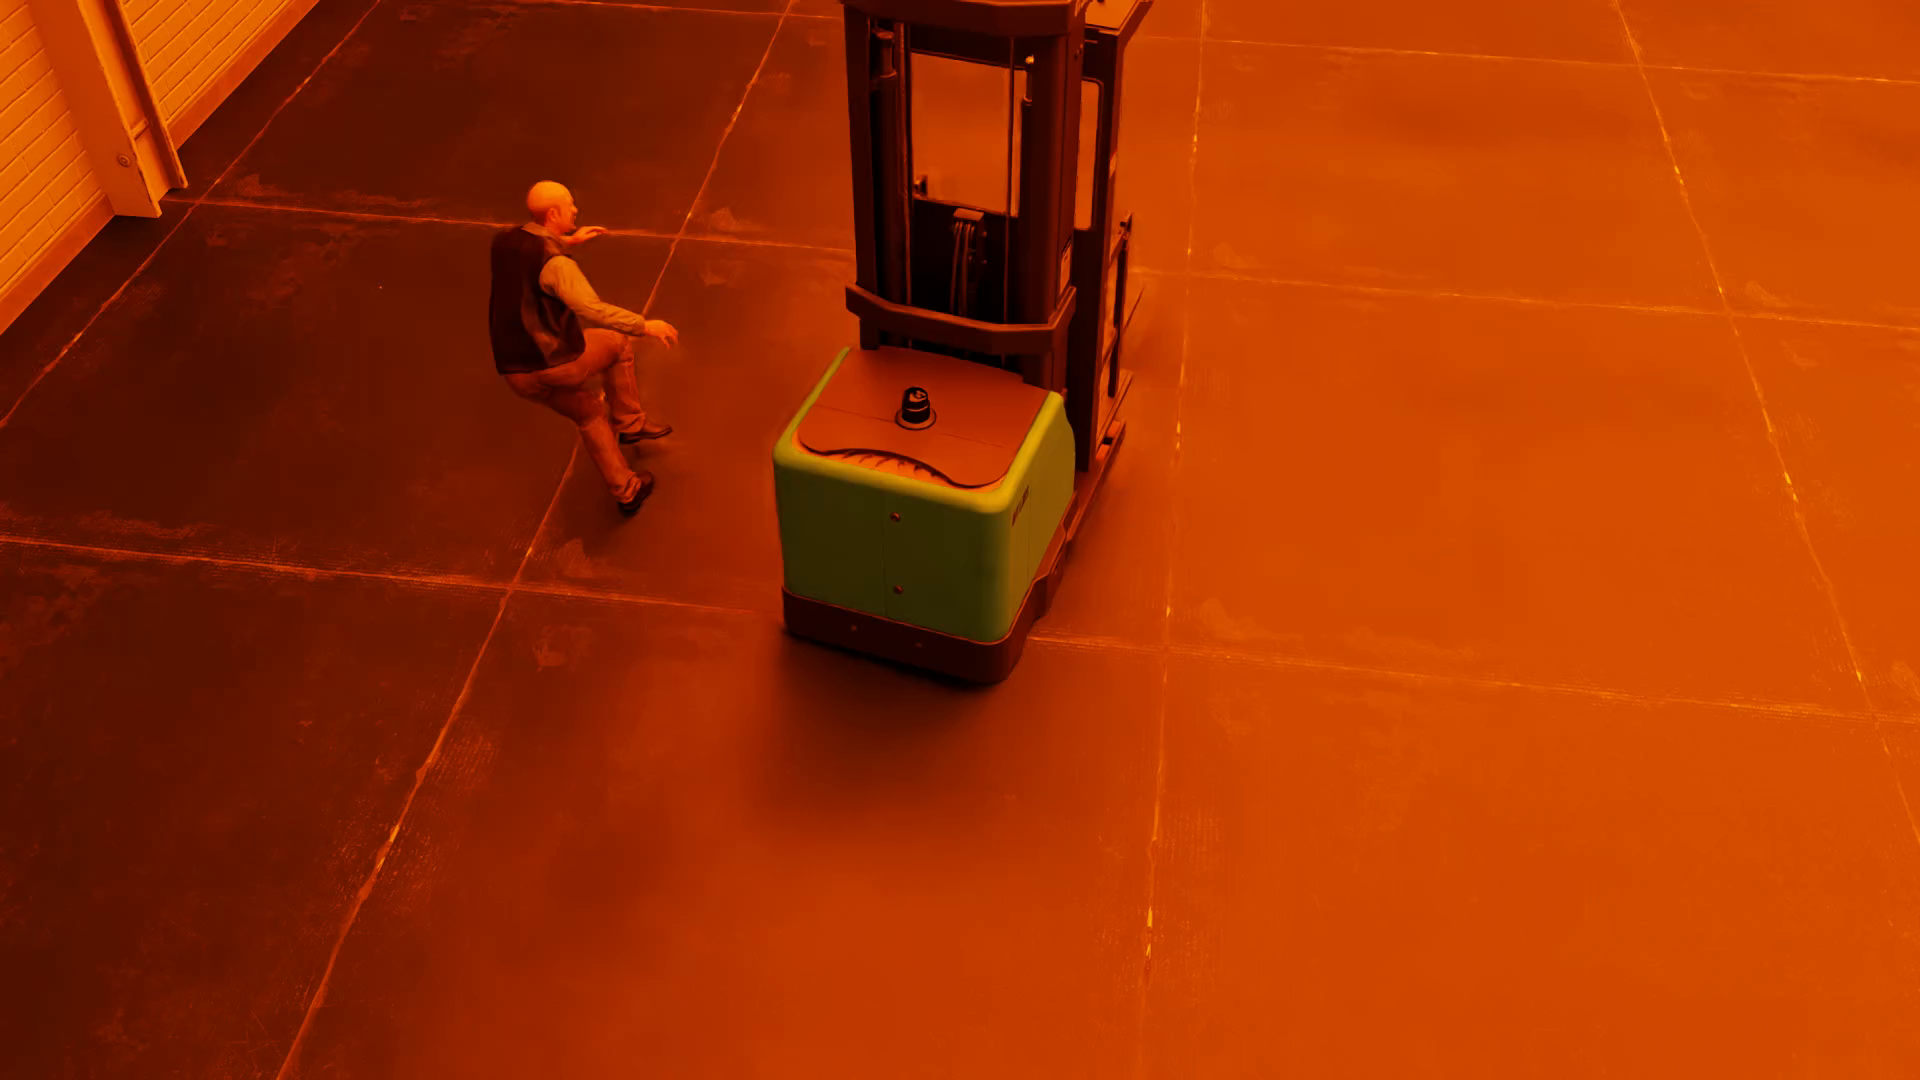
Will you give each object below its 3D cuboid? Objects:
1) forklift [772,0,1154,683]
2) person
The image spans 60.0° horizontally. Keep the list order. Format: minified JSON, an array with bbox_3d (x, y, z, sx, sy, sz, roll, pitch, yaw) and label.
[{"bbox_3d":[0.194,-1.476,7.331,1.130,2.935,3.031,14,44,14],"label":"forklift"},{"bbox_3d":[-1.752,-0.965,7.849,0.960,1.492,0.876,14,45,15],"label":"person"}]
